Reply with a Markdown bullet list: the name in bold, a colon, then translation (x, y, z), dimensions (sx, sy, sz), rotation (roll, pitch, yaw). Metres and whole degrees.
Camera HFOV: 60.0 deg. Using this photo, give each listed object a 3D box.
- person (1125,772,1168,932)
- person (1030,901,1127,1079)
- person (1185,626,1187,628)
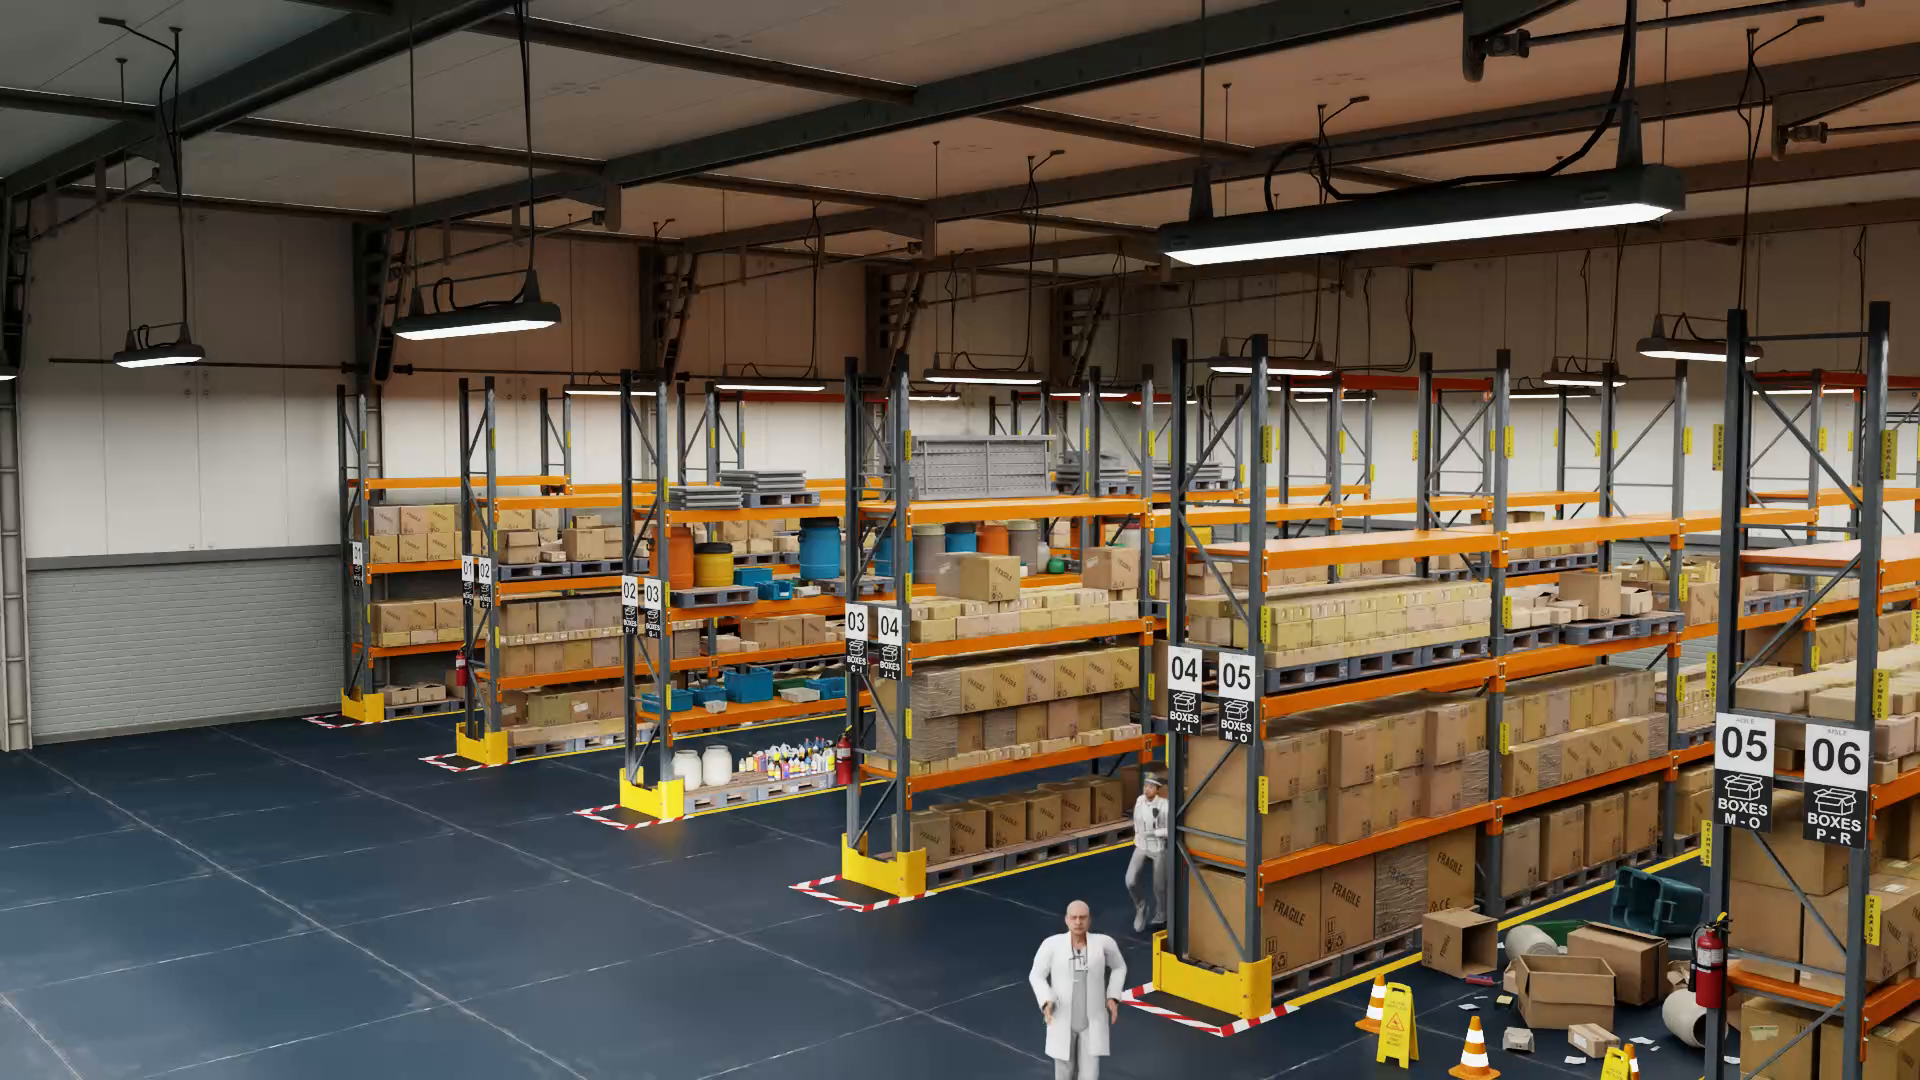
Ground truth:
- **person**: translation (1.985, 3.201, 17.120), dimensions (0.601, 1.681, 0.701), rotation (2, 4, 32)
- **person**: translation (0.868, 3.497, 12.137), dimensions (0.720, 1.753, 0.878), rotation (0, 4, 1)
- **person**: translation (4.693, 2.128, 34.594), dimensions (0.586, 1.553, 0.558), rotation (3, 5, 38)
